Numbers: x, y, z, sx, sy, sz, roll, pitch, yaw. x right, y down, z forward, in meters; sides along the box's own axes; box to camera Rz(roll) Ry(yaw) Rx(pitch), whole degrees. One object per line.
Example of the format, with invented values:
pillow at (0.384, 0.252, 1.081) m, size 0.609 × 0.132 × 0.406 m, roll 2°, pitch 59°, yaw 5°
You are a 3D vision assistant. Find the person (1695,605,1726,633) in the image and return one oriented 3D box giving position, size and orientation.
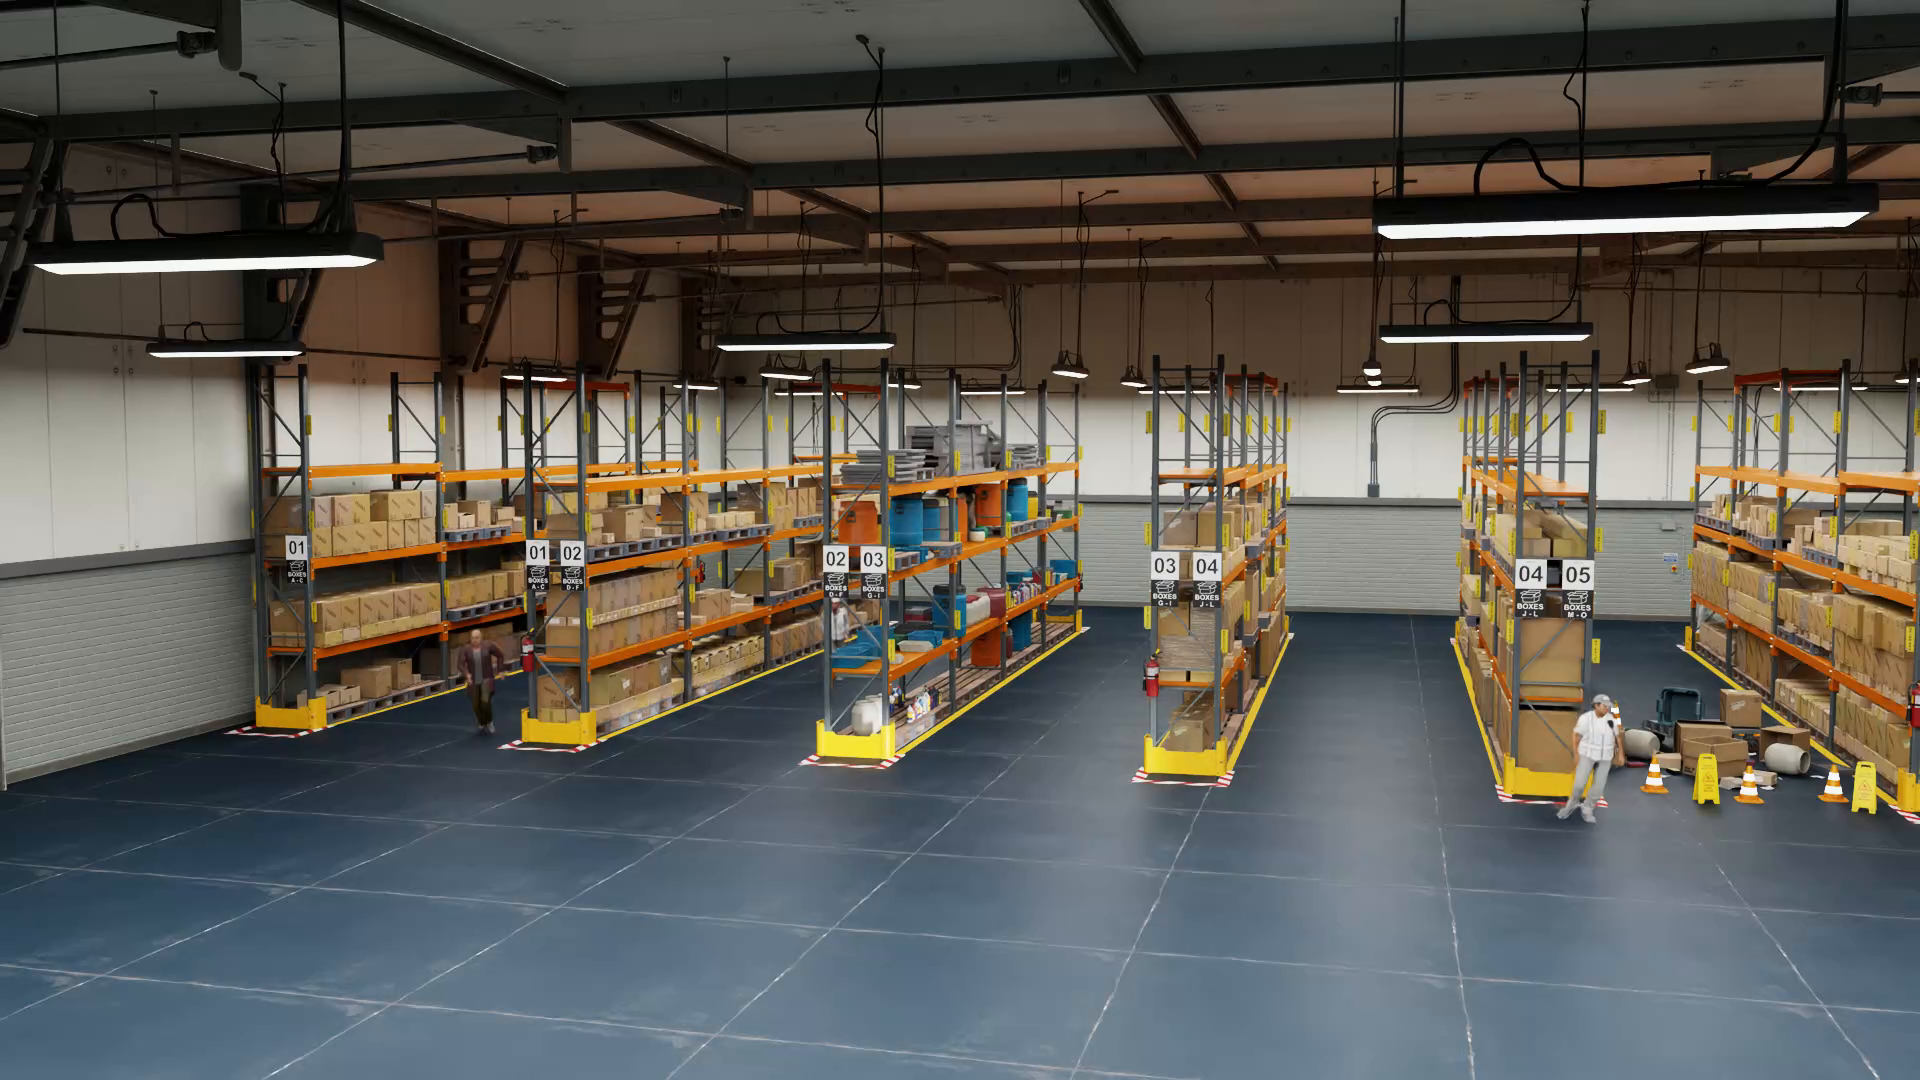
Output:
person at (17.946, 1.416, 39.723) m, size 0.907 × 1.649 × 0.570 m, roll 0°, pitch 4°, yaw -1°

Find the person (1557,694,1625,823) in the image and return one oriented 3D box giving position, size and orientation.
person at (7.925, 2.758, 20.889) m, size 0.738 × 1.659 × 0.601 m, roll 0°, pitch 4°, yaw -5°

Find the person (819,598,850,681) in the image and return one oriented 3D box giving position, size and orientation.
person at (-2.465, 1.909, 32.664) m, size 0.648 × 1.715 × 0.800 m, roll -1°, pitch 4°, yaw -17°

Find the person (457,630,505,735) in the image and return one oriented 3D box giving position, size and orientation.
person at (-7.727, 2.290, 26.825) m, size 0.696 × 1.727 × 0.895 m, roll 0°, pitch 4°, yaw -5°
